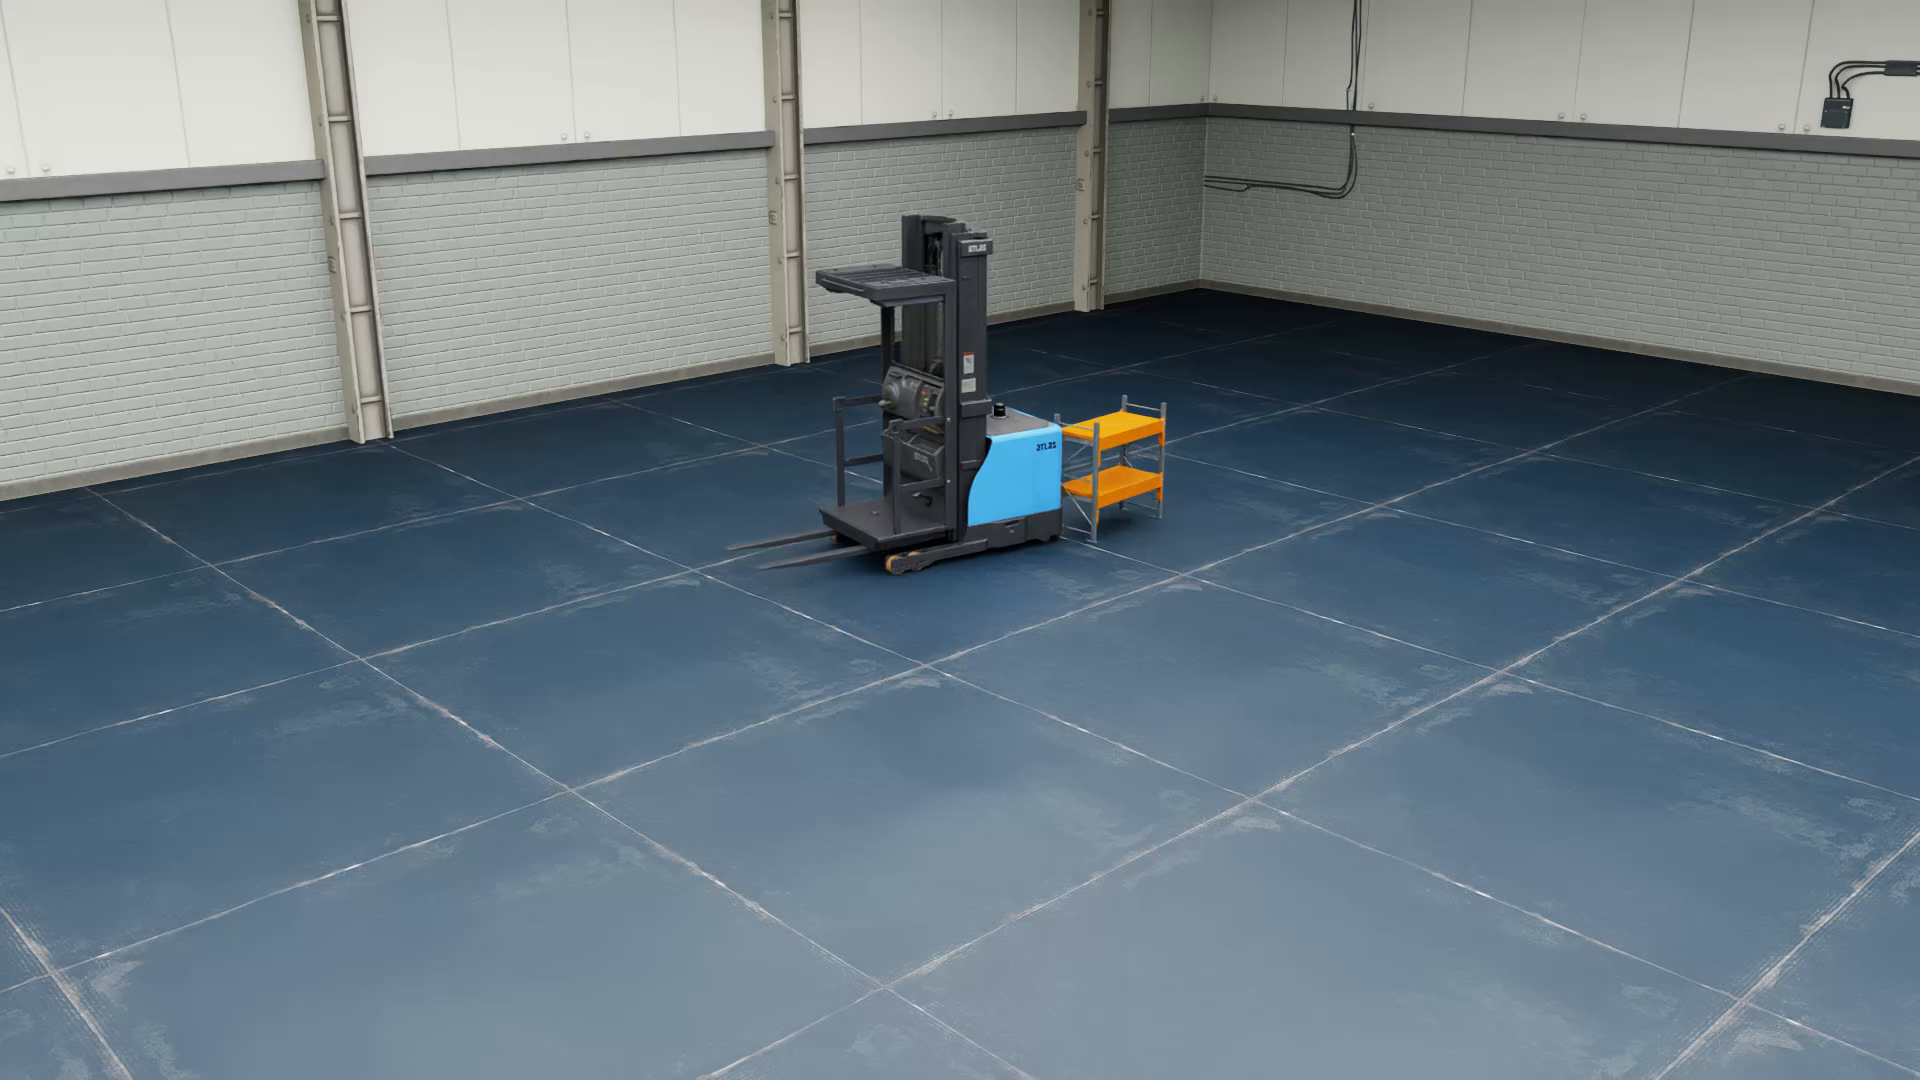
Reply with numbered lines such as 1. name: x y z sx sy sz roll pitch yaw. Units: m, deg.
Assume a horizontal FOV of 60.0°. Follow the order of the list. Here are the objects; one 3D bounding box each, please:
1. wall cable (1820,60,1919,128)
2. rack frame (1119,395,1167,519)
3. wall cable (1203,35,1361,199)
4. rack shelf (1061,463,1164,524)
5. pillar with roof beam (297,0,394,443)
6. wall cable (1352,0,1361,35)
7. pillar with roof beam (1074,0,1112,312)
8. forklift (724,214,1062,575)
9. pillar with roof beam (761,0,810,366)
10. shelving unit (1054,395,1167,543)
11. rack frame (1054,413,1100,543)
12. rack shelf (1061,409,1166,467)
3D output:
1. wall cable: 11.620 -7.793 19.180 0.169 6.003 2.305 -16 24 -41
2. rack frame: 1.739 -0.795 15.877 0.500 1.125 0.032 16 24 40
3. wall cable: 5.109 -6.829 26.756 0.112 2.526 3.097 -16 24 -41
4. rack shelf: 1.396 -0.446 15.596 0.538 0.278 1.000 16 24 40
5. pillar with roof beam: -3.702 -4.470 14.448 0.400 9.000 9.100 -16 24 -41
6. wall cable: 6.968 -8.625 24.107 0.112 2.526 3.097 -16 24 -41
7. pillar with roof beam: 5.017 -7.013 22.290 0.400 9.000 9.100 -16 24 -41
8. forklift: -0.584 -1.278 14.441 3.031 2.935 1.130 -11 21 -31
9. pillar with roof beam: 0.658 -5.742 18.369 0.400 9.000 9.100 -16 24 -41
10. shelving unit: 1.396 -0.679 15.521 0.538 1.125 1.048 16 24 40
11. rack frame: 1.053 -0.563 15.164 0.500 1.125 0.032 16 24 40
12. rack shelf: 1.396 -0.957 15.430 0.538 0.278 1.000 16 24 40
